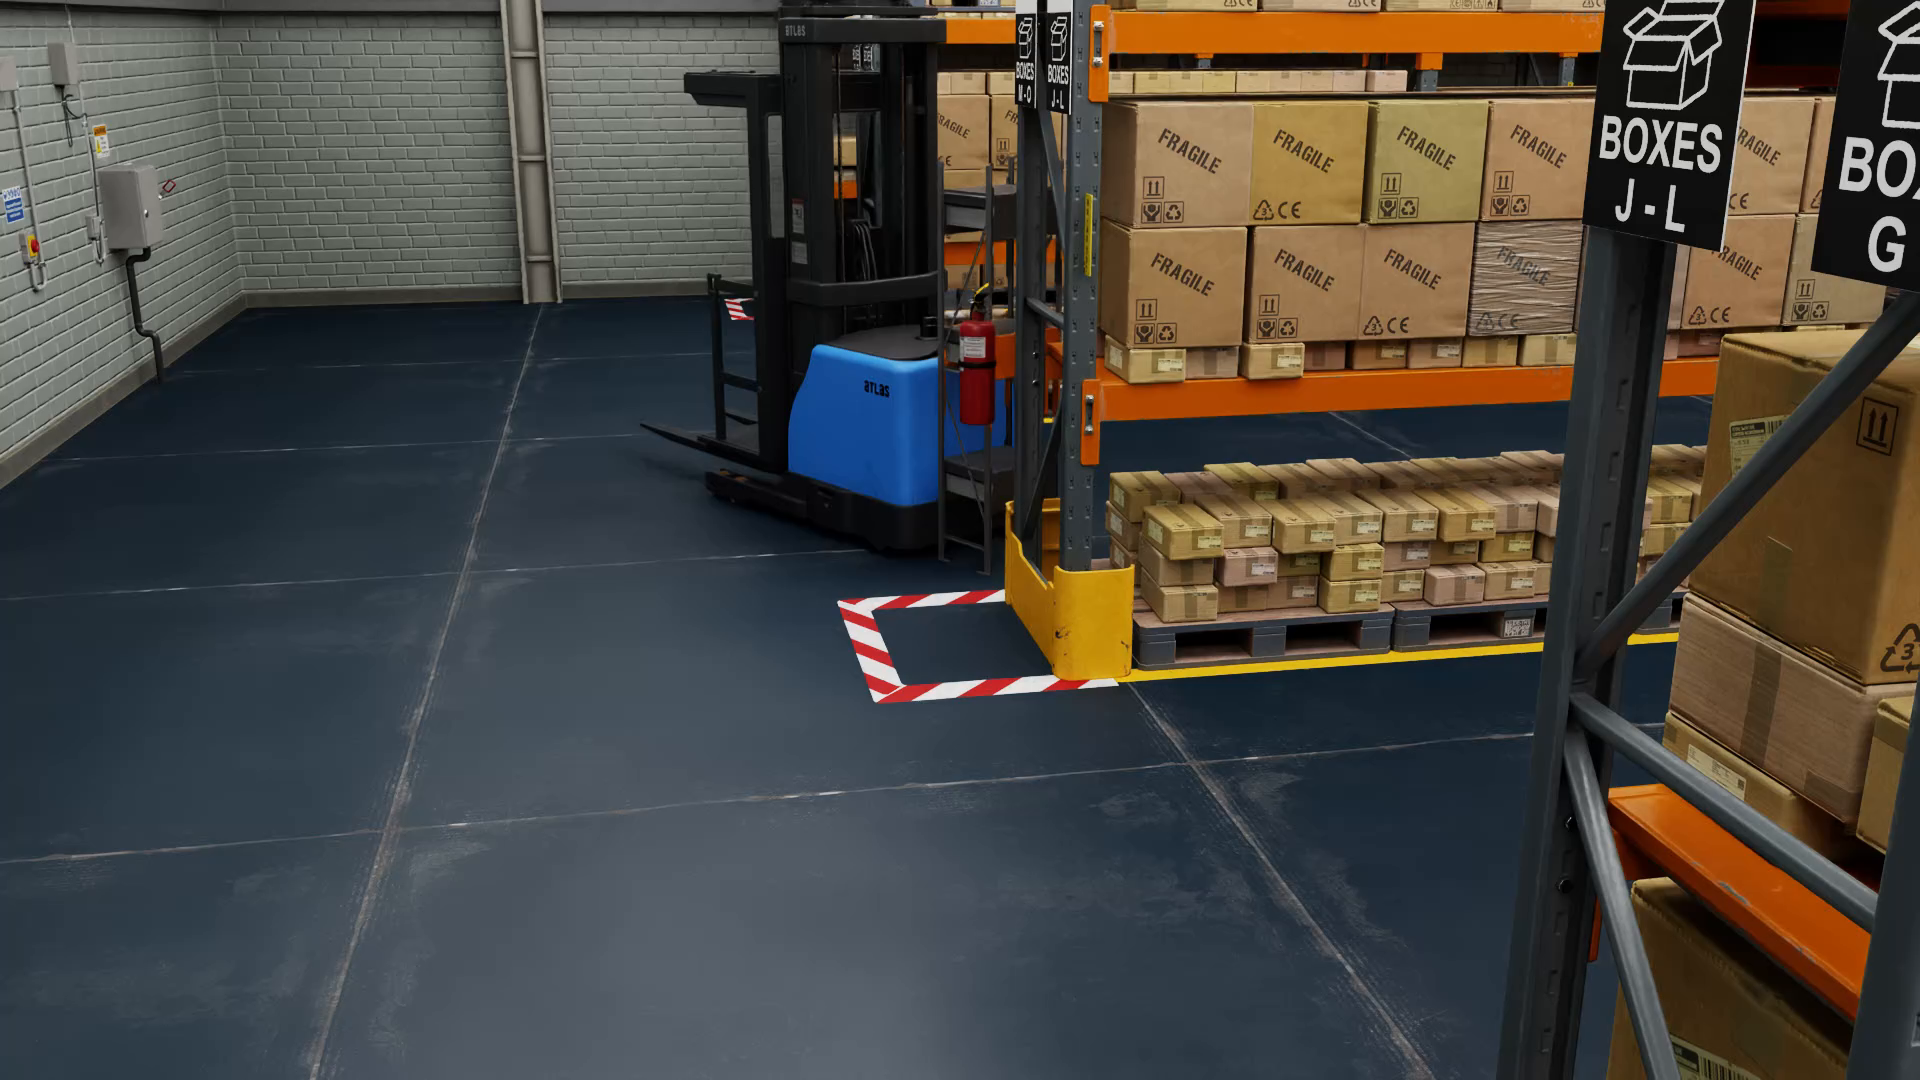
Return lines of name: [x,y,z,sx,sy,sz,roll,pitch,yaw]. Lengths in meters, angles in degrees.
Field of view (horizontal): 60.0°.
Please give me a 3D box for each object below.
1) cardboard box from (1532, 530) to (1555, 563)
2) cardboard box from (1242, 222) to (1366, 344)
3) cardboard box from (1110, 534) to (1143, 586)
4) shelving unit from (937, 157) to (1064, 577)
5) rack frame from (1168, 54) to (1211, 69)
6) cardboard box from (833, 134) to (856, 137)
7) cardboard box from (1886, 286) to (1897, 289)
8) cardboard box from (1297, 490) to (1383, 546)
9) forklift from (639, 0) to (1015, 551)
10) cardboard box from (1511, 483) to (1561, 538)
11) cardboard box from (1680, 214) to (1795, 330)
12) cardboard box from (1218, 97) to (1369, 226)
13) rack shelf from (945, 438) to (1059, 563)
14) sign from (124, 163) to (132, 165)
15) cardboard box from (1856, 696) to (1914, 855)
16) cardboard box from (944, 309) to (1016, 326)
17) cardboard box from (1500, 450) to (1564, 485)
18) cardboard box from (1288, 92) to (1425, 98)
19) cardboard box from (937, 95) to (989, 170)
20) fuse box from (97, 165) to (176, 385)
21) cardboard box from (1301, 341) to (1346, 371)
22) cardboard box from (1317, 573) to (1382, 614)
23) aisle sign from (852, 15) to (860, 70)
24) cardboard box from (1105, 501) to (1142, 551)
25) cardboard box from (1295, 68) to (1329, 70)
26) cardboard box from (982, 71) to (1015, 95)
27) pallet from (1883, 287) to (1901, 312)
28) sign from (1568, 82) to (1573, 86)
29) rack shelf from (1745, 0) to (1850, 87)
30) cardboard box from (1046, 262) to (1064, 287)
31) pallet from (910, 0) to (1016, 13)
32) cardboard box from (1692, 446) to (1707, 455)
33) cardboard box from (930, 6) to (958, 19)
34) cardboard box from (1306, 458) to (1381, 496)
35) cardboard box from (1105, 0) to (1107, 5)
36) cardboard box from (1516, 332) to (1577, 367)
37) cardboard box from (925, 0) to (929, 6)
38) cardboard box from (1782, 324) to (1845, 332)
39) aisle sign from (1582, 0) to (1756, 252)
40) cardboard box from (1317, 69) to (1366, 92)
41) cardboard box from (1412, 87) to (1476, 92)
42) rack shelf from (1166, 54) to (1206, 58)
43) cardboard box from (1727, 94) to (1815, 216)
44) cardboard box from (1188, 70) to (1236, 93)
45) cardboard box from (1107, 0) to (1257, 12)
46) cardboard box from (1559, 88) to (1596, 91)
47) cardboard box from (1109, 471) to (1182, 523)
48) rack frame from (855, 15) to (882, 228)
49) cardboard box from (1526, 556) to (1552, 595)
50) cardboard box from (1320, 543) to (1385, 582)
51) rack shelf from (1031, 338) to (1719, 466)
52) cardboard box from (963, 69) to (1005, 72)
cardboard box: [2.795,-0.026,7.920,0.250,0.149,0.380,-4,18,-13]
cardboard box: [1.432,-1.158,7.295,0.500,0.500,0.500,-3,17,-10]
cardboard box: [0.895,0.087,8.059,0.250,0.149,0.380,-3,17,-10]
shelving unit: [0.206,-0.902,8.672,0.503,2.100,0.431,-14,22,-39]
rack frame: [2.362,-4.060,17.422,0.127,3.000,1.000,-3,17,-10]
cardboard box: [-1.164,-4.010,17.007,0.500,0.250,0.500,-3,17,-9]
cardboard box: [4.698,-1.368,8.369,0.250,0.149,0.380,-4,17,-12]
cardboard box: [1.744,-0.104,7.667,0.250,0.149,0.380,-4,18,-13]
forklift: [-0.898,-1.703,9.863,1.130,2.935,3.031,-14,22,-39]
cardboard box: [2.779,-0.142,7.791,0.250,0.149,0.380,-4,17,-12]
cardboard box: [3.414,-1.261,7.632,0.500,0.500,0.500,-4,17,-12]
cardboard box: [1.404,-1.632,7.135,0.500,0.500,0.500,-3,17,-9]
rack shelf: [0.206,-0.220,8.881,0.480,0.518,0.431,-14,22,-39]
sign: [-6.704,-2.785,13.432,0.001,0.494,0.329,-3,17,-10]
cardboard box: [1.782,0.431,2.549,0.500,0.250,0.500,-4,17,-12]
cardboard box: [0.009,-1.448,12.566,0.875,0.438,0.875,-4,17,-12]
cardboard box: [2.930,-0.333,8.413,0.250,0.149,0.380,-3,17,-9]
cardboard box: [1.827,-1.810,7.717,0.500,0.500,0.500,-2,17,-8]
cardboard box: [-0.095,-2.877,11.696,0.500,0.500,0.500,-4,17,-12]
fuse box: [-6.407,-2.084,13.181,0.414,1.711,0.539,-3,17,-10]
cardboard box: [1.543,-0.868,7.458,0.250,0.149,0.380,-2,17,-8]
cardboard box: [1.749,0.203,7.681,0.250,0.149,0.380,-3,17,-10]
aisle sign: [-0.750,-3.735,11.934,0.004,0.787,0.394,-3,17,-10]
cardboard box: [0.882,-0.077,8.087,0.250,0.149,0.380,-4,17,-12]
cardboard box: [2.700,-3.504,12.632,0.250,0.149,0.380,-3,17,-10]
cardboard box: [0.302,-3.199,11.640,0.250,0.149,0.380,-3,17,-9]
pallet: [5.124,-1.117,8.166,1.213,0.211,1.003,-3,17,-10]
sign: [6.402,-4.643,17.481,0.005,0.325,0.100,-3,17,-10]
rack shelf: [3.224,-0.751,2.765,4.000,0.370,1.077,-3,17,-10]
cardboard box: [0.919,-2.944,17.330,0.500,0.500,0.700,-4,18,-13]
pallet: [0.106,-3.842,11.755,1.213,0.211,1.003,-3,17,-10]
cardboard box: [3.968,-0.371,8.538,0.250,0.149,0.380,-3,17,-8]
cardboard box: [-0.181,-5.134,16.238,0.250,0.149,0.380,-3,17,-11]
cardboard box: [1.897,-0.286,8.260,0.250,0.149,0.380,-3,17,-8]
cardboard box: [0.815,-2.449,7.323,0.500,0.250,0.500,-4,17,-12]
cardboard box: [2.588,-0.897,7.550,0.250,0.149,0.380,-3,17,-9]
cardboard box: [-0.583,-5.322,16.170,0.500,0.250,0.500,-3,17,-9]
cardboard box: [3.877,-0.959,7.752,0.250,0.149,0.380,-4,17,-12]
aisle sign: [1.132,-0.875,2.624,0.004,0.787,0.394,-3,17,-10]
cardboard box: [2.786,-3.373,12.206,0.250,0.149,0.380,-3,17,-9]
cardboard box: [3.698,-3.252,12.919,0.500,0.500,0.500,-3,17,-9]
rack shelf: [0.398,-5.039,16.724,4.000,0.370,1.077,-3,17,-10]
cardboard box: [3.429,-1.741,7.493,0.500,0.500,0.500,-4,17,-12]
cardboard box: [1.798,-3.303,11.980,0.250,0.149,0.380,-4,17,-12]
cardboard box: [0.907,-2.299,6.834,0.500,0.250,0.500,-3,17,-8]
cardboard box: [4.781,-3.160,12.619,0.500,0.500,0.500,-4,17,-12]
cardboard box: [0.890,-0.210,8.014,0.250,0.149,0.380,-3,17,-10]
rack frame: [-0.620,-2.407,12.038,0.127,3.000,1.000,-3,17,-10]
cardboard box: [2.740,0.127,7.930,0.250,0.149,0.380,-3,17,-9]
cardboard box: [1.757,0.058,7.647,0.250,0.149,0.380,-3,17,-9]
rack shelf: [2.382,-0.753,7.879,4.000,0.370,1.077,-3,17,-10]
cardboard box: [0.176,-3.380,12.229,0.250,0.149,0.380,-3,17,-11]
